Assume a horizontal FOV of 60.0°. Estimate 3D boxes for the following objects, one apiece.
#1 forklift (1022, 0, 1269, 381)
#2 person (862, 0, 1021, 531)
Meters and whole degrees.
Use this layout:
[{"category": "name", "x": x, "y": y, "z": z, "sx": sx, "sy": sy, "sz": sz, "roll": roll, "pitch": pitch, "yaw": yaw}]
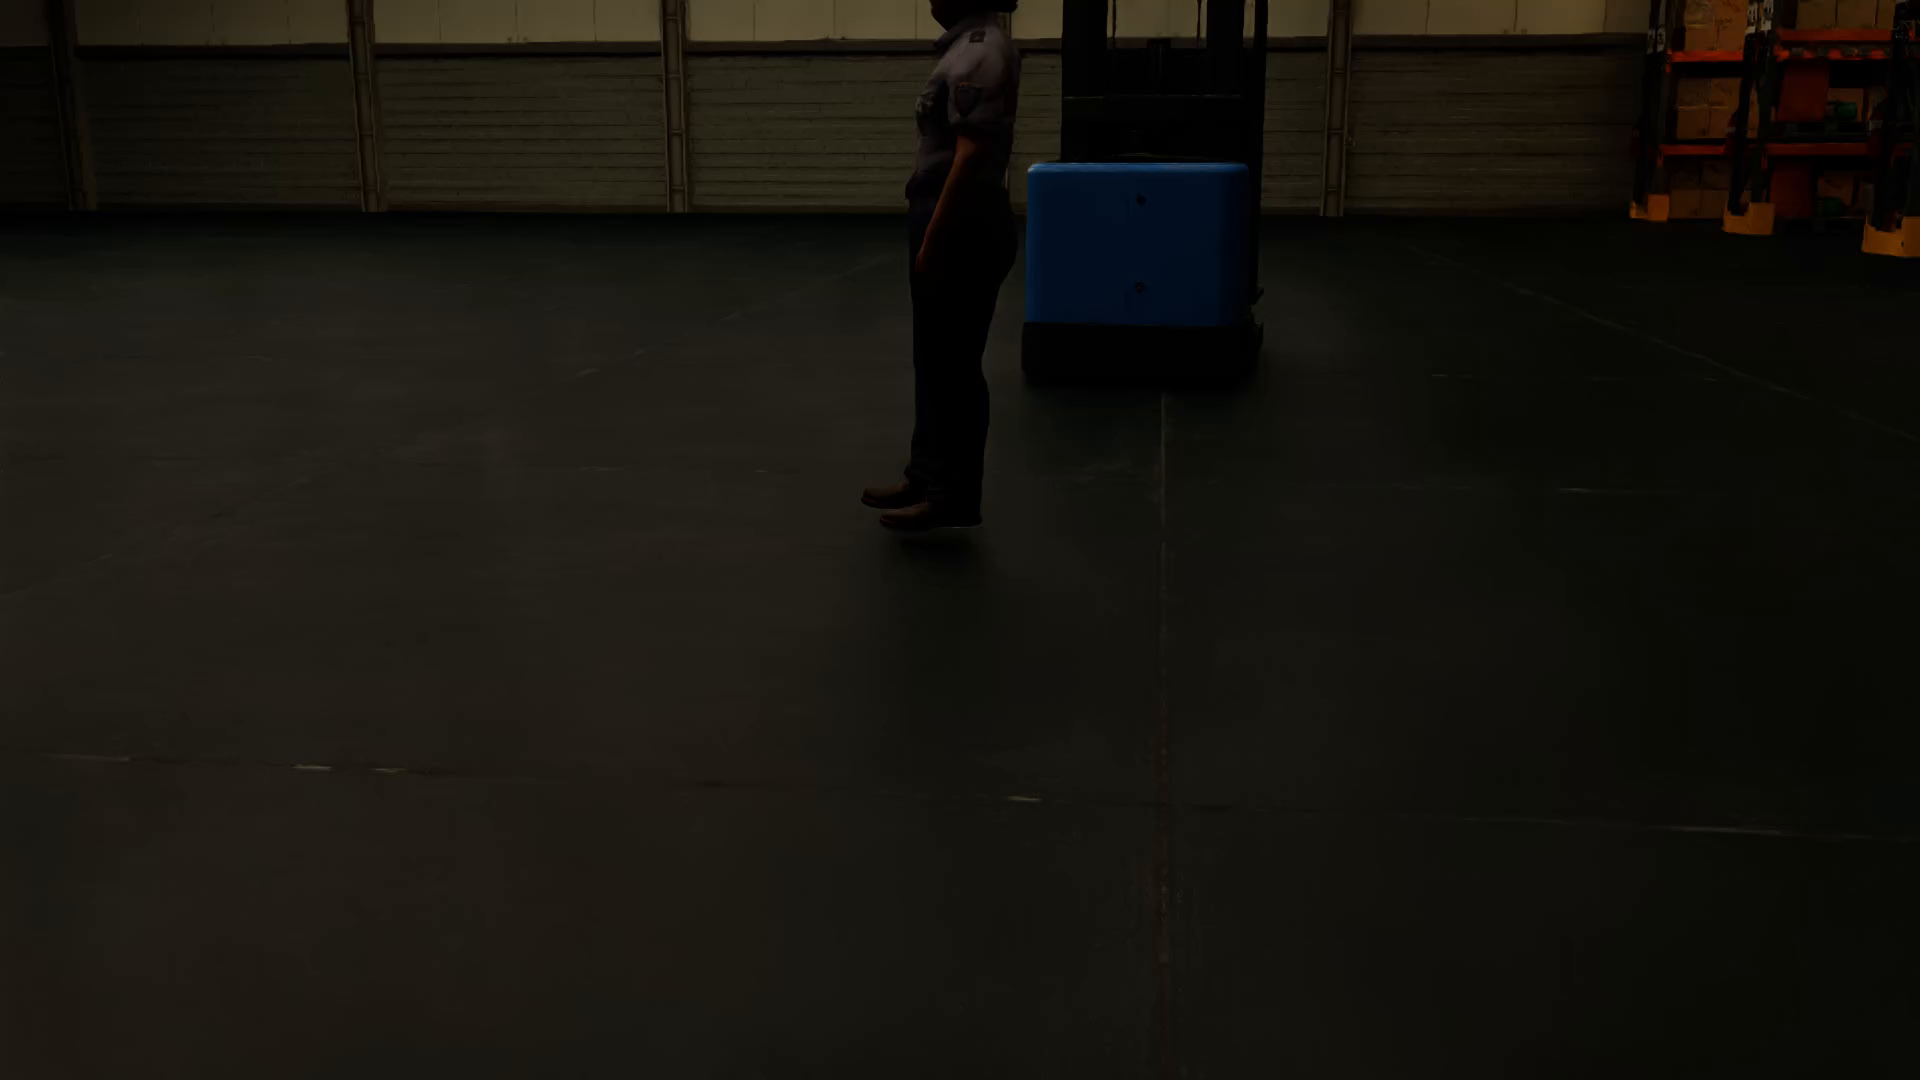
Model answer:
[{"category": "forklift", "x": 1.148, "y": -2.496, "z": 9.182, "sx": 1.130, "sy": 2.935, "sz": 3.031, "roll": 3, "pitch": 14, "yaw": 13}, {"category": "person", "x": -0.086, "y": -0.855, "z": 4.781, "sx": 0.503, "sy": 1.650, "sz": 0.599, "roll": 2, "pitch": 13, "yaw": 7}]
